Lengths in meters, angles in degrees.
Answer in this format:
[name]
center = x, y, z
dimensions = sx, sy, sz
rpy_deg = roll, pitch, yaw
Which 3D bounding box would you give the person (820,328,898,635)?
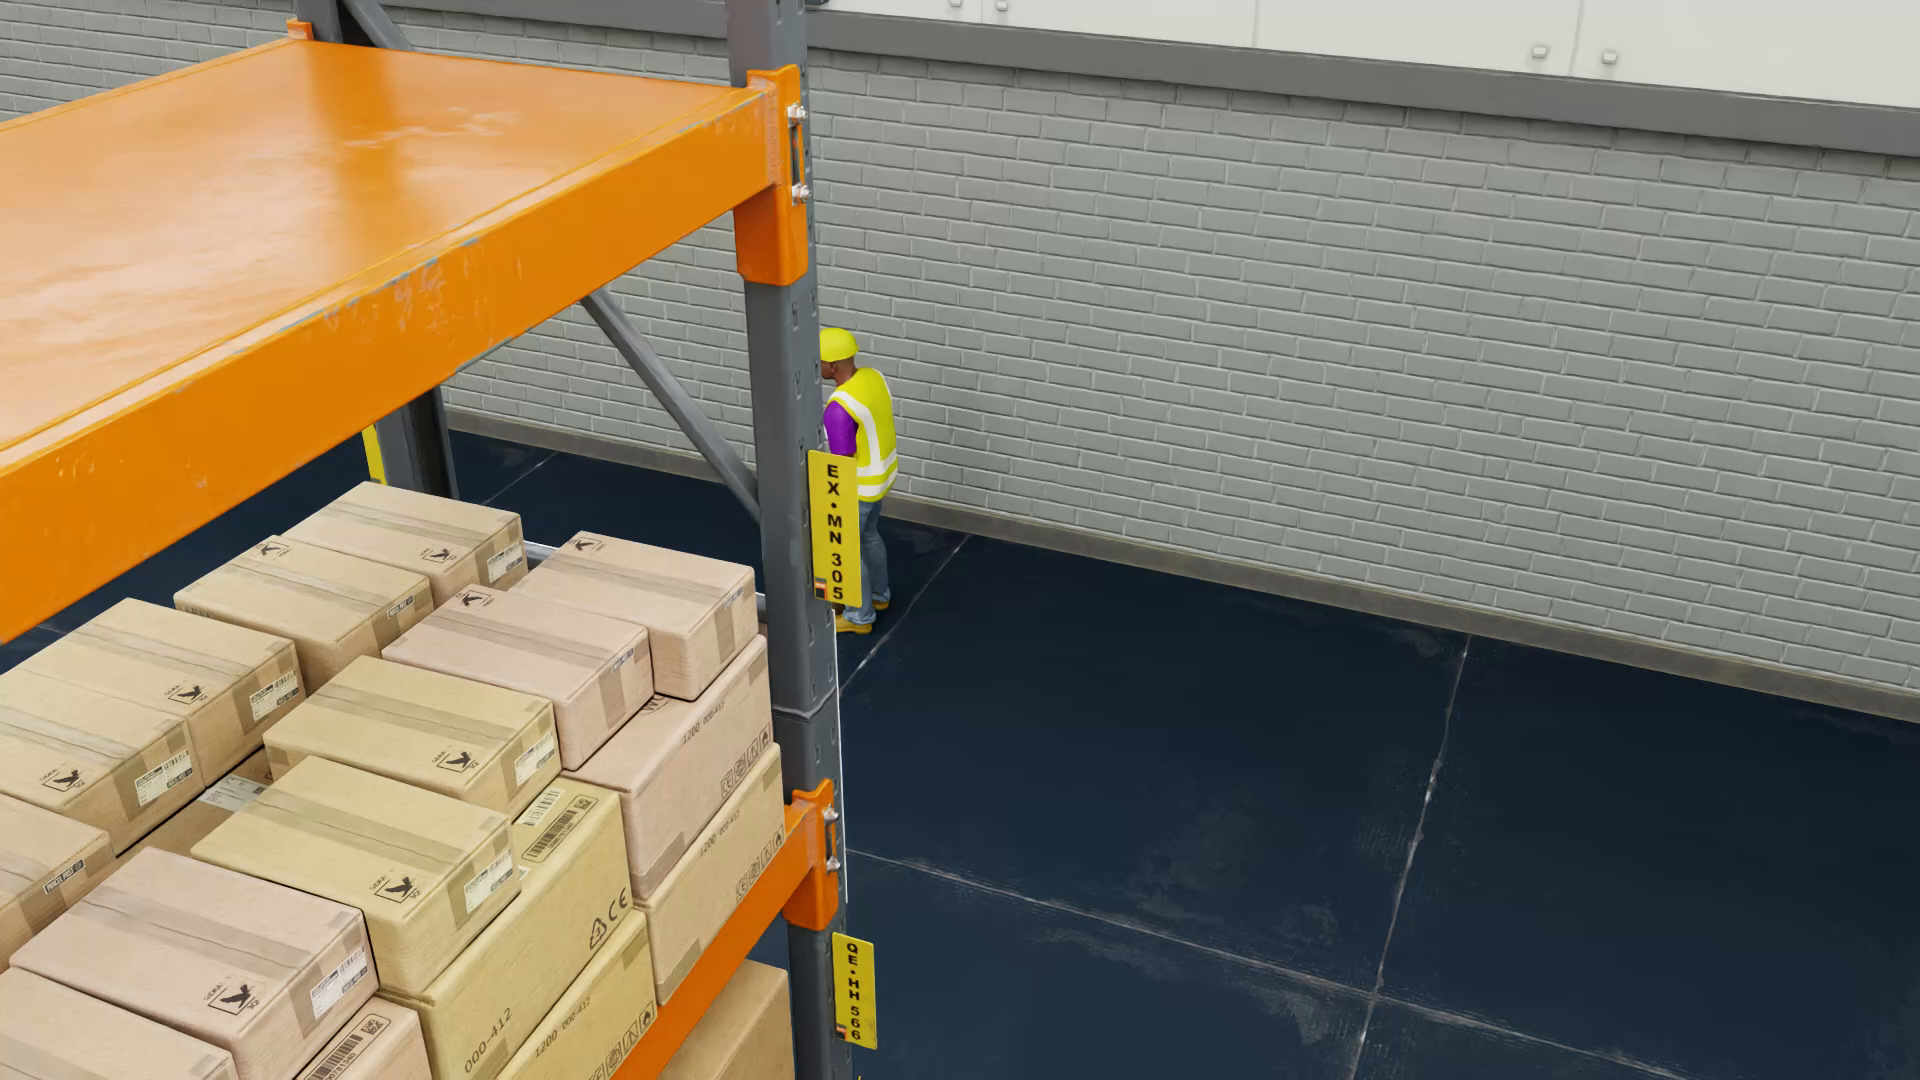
[person]
center = -0.576, -0.321, 8.950
dimensions = 0.461, 1.759, 0.621
rpy_deg = 10, 31, 17
